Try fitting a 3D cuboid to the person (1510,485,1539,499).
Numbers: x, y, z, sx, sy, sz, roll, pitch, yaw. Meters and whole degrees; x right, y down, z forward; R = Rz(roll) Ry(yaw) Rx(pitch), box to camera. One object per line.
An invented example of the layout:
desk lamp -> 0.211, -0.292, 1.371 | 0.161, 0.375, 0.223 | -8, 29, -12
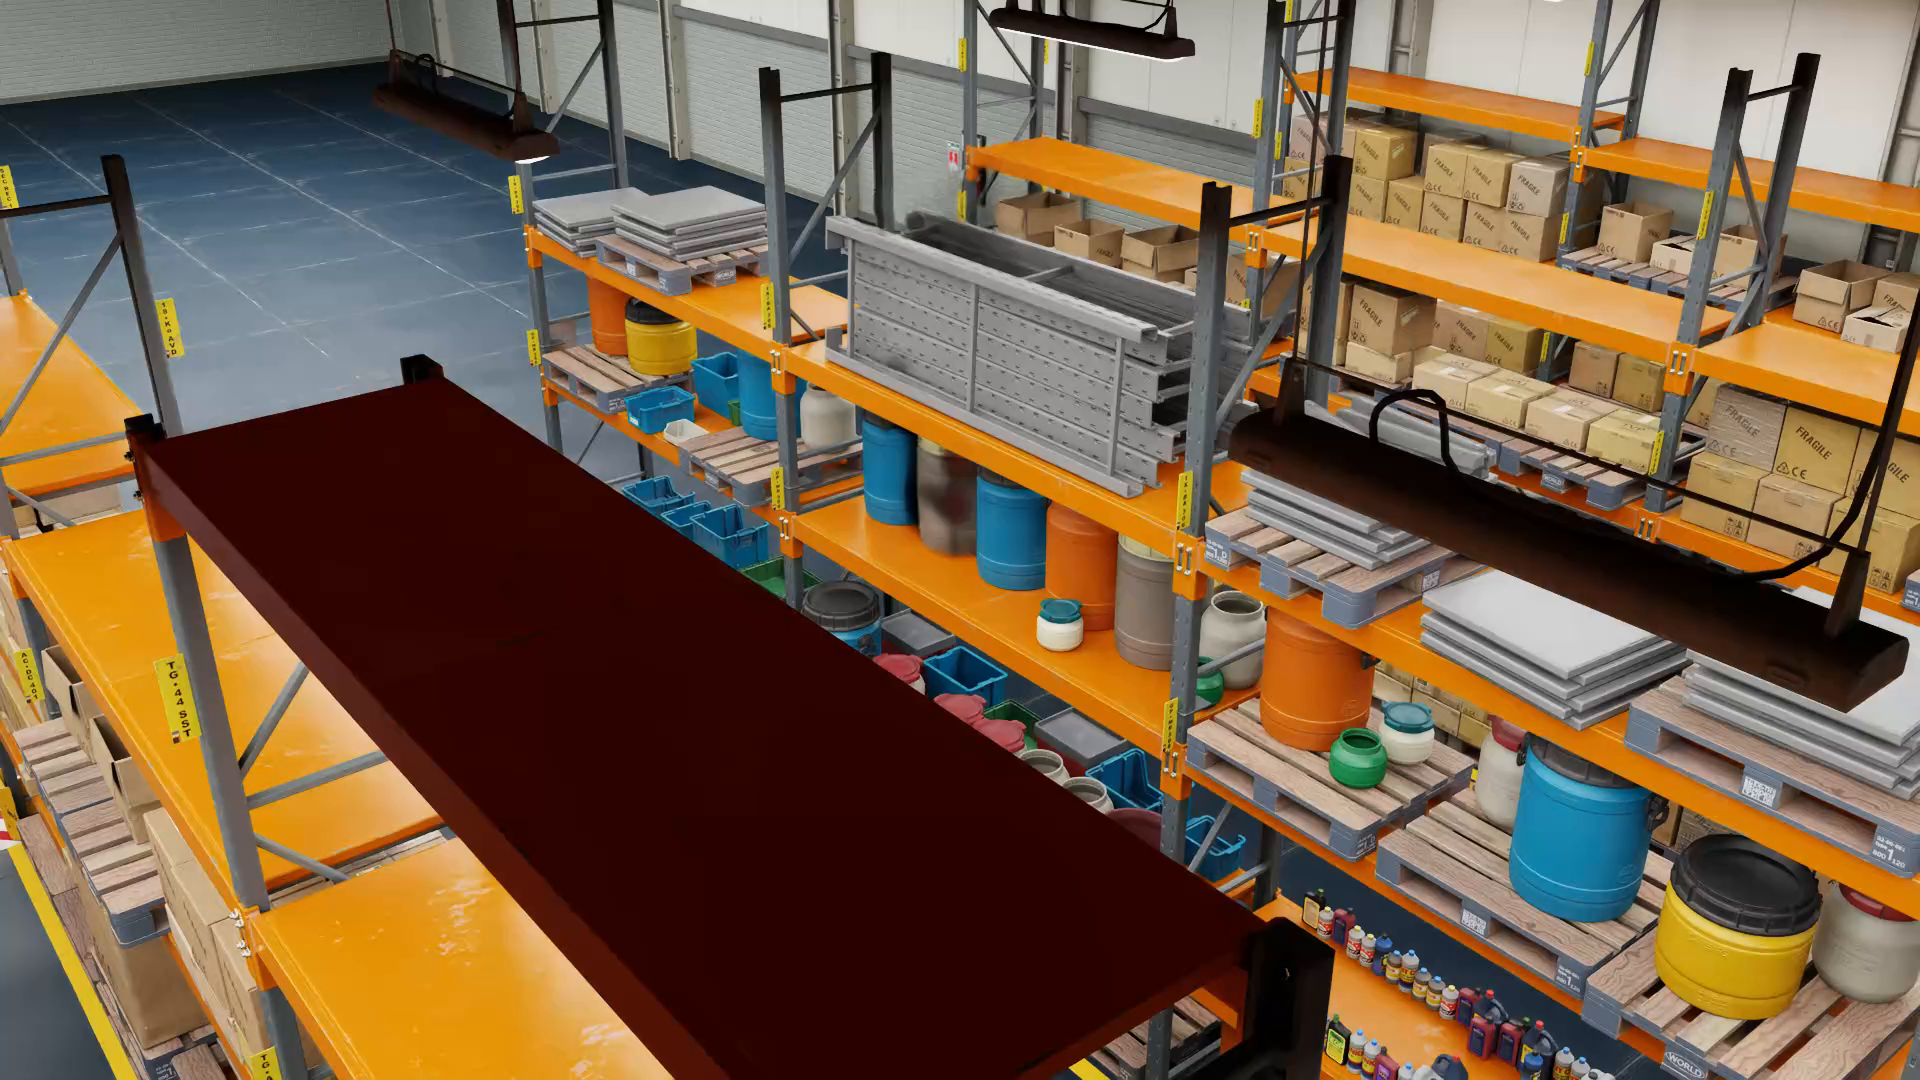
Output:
person -> 5.317, 0.157, 16.058 | 0.559, 1.646, 0.575 | 22, 34, 38
